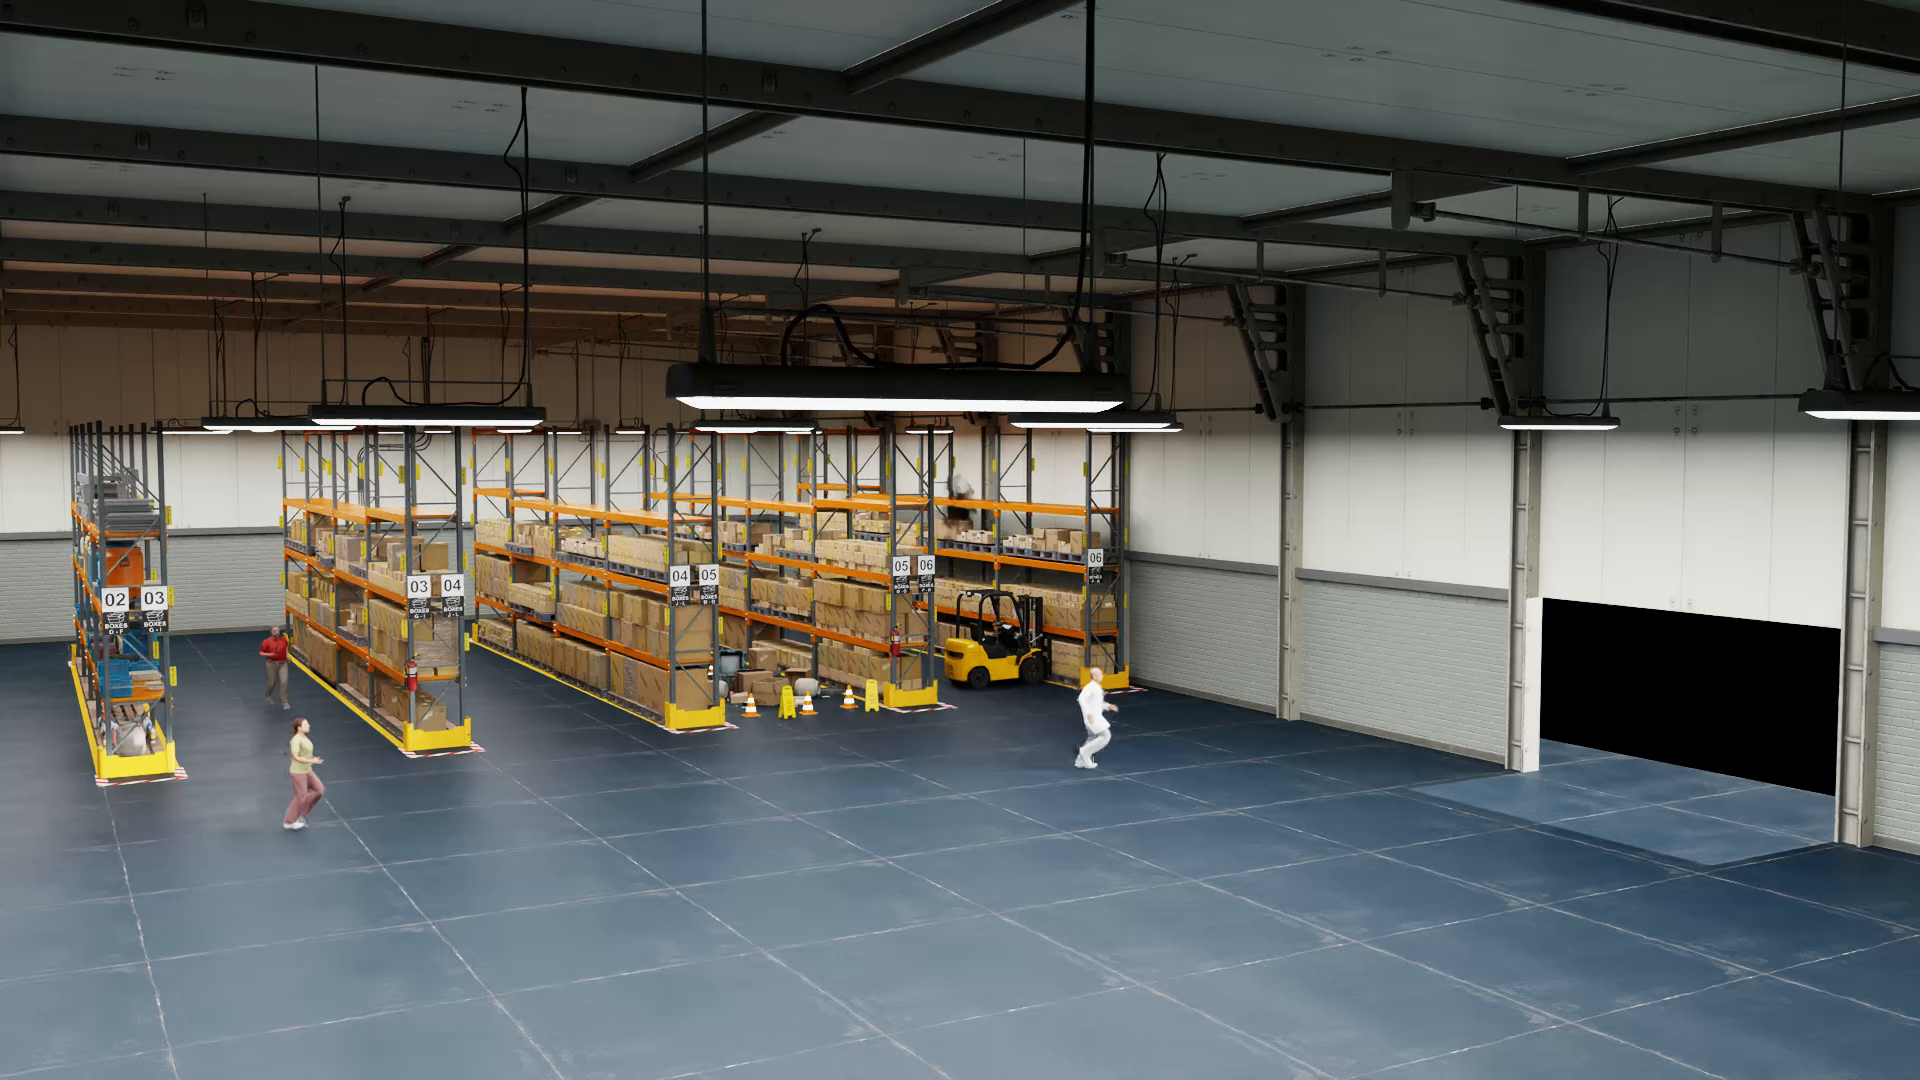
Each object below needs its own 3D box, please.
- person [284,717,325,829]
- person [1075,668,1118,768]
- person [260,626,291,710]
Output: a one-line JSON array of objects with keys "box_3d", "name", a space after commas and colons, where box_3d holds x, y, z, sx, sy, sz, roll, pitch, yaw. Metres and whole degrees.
[{"box_3d": [-9.568, 3.390, 24.255, 0.604, 1.642, 0.596, 0, 4, -3], "name": "person"}, {"box_3d": [2.354, 3.073, 28.682, 0.742, 1.733, 0.687, 1, 4, 10], "name": "person"}, {"box_3d": [-14.398, 2.677, 35.019, 0.659, 1.737, 0.967, -3, 5, -41], "name": "person"}]
